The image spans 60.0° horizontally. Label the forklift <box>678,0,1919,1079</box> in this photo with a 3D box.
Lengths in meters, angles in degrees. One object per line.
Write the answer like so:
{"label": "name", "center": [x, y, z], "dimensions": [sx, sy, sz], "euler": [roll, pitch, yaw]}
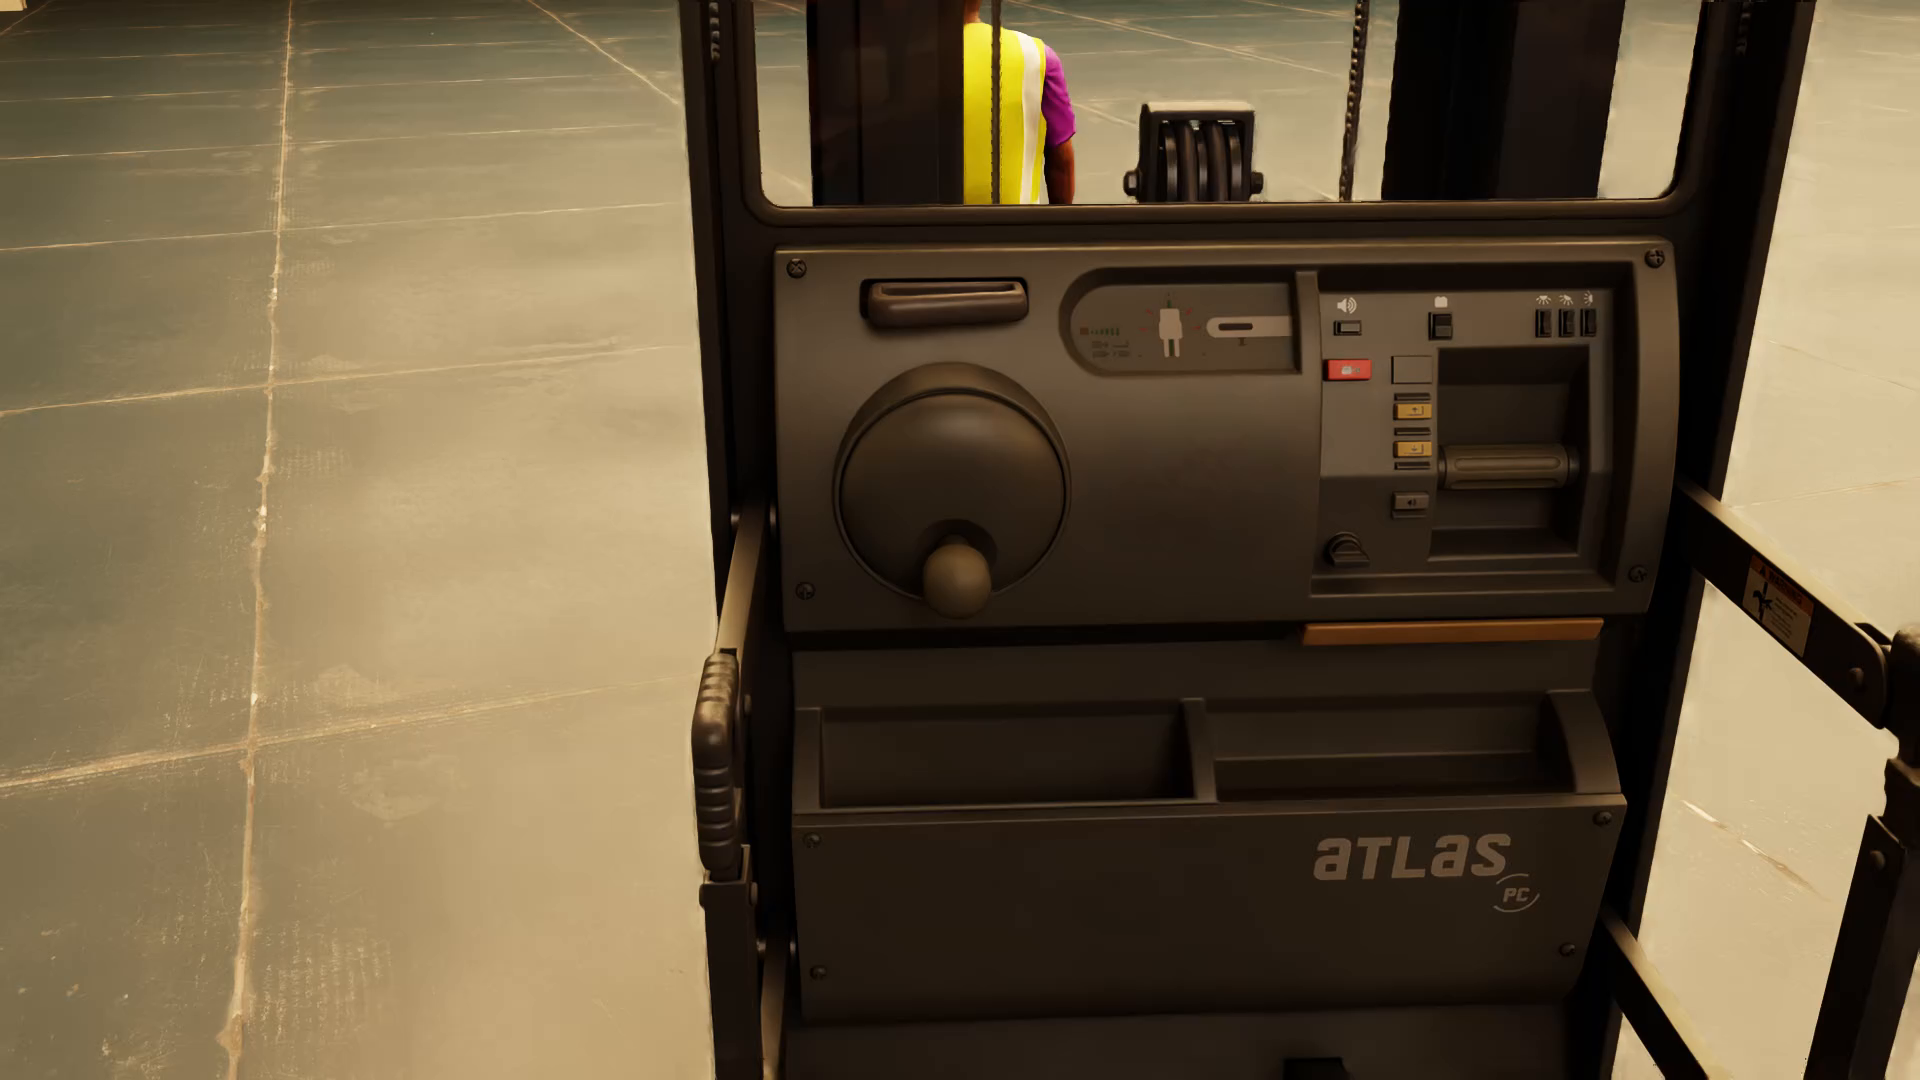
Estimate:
{"label": "forklift", "center": [0.289, -0.093, 1.519], "dimensions": [1.130, 2.935, 3.031], "euler": [-1, 23, -3]}

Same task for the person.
{"label": "person", "center": [-0.019, -0.844, 4.798], "dimensions": [0.666, 1.761, 0.575], "euler": [-8, 24, -18]}
